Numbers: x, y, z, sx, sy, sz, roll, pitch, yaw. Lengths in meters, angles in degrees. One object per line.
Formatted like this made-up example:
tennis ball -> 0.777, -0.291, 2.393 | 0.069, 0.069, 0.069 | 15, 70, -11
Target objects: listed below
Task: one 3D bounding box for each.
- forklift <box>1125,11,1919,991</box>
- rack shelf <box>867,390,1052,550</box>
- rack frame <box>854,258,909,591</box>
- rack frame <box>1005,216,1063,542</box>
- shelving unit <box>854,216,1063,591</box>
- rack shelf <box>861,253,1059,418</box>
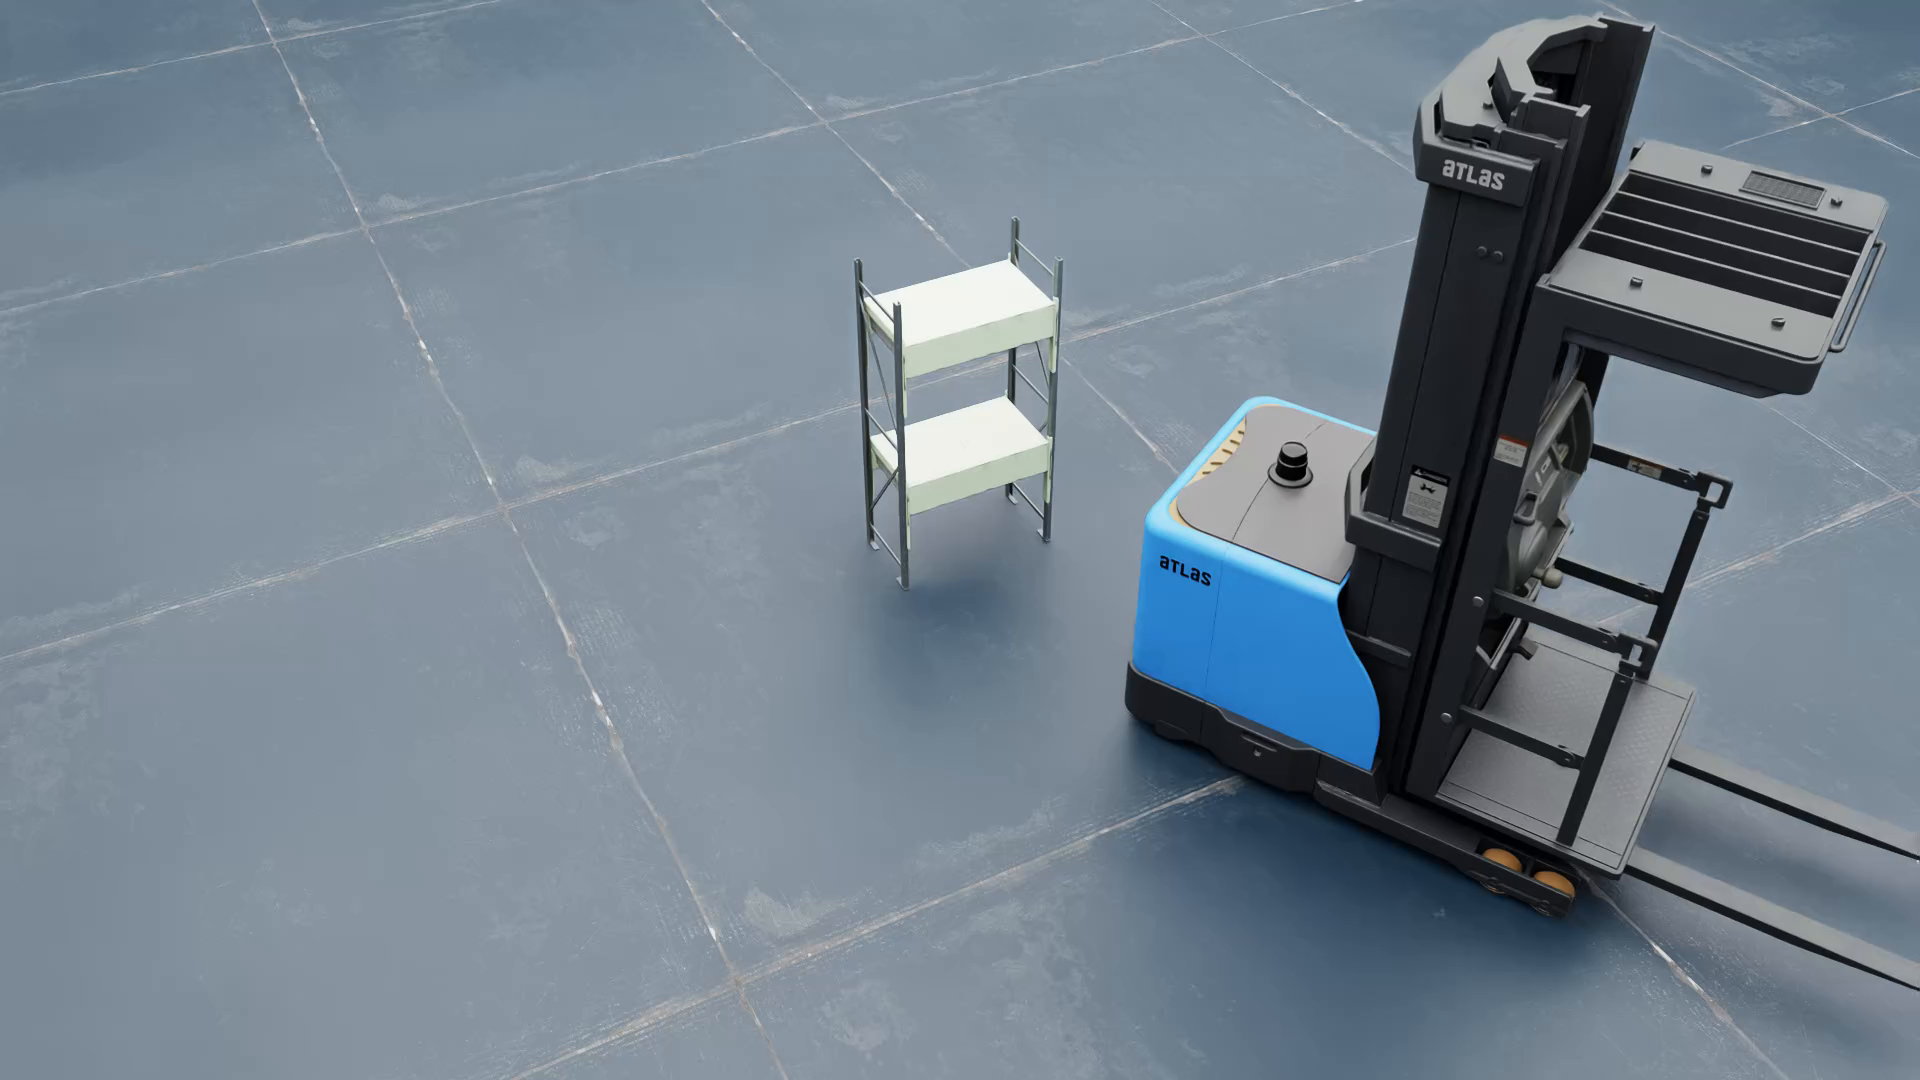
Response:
forklift -> 2.195, -0.134, 5.629 | 3.031, 2.935, 1.130 | 22, 45, 24
rack shelf -> -0.006, -0.322, 7.463 | 0.720, 0.370, 0.431 | -19, 44, -21
rack frame -> -0.331, -0.461, 7.123 | 0.023, 1.500, 0.400 | -19, 44, -21
rack frame -> 0.319, -0.680, 7.381 | 0.023, 1.500, 0.400 | -19, 44, -21
shelving unit -> -0.006, -0.570, 7.252 | 0.755, 1.500, 0.431 | -19, 44, -21
rack shelf -> -0.006, -0.868, 7.000 | 0.720, 0.370, 0.431 | -19, 44, -21
